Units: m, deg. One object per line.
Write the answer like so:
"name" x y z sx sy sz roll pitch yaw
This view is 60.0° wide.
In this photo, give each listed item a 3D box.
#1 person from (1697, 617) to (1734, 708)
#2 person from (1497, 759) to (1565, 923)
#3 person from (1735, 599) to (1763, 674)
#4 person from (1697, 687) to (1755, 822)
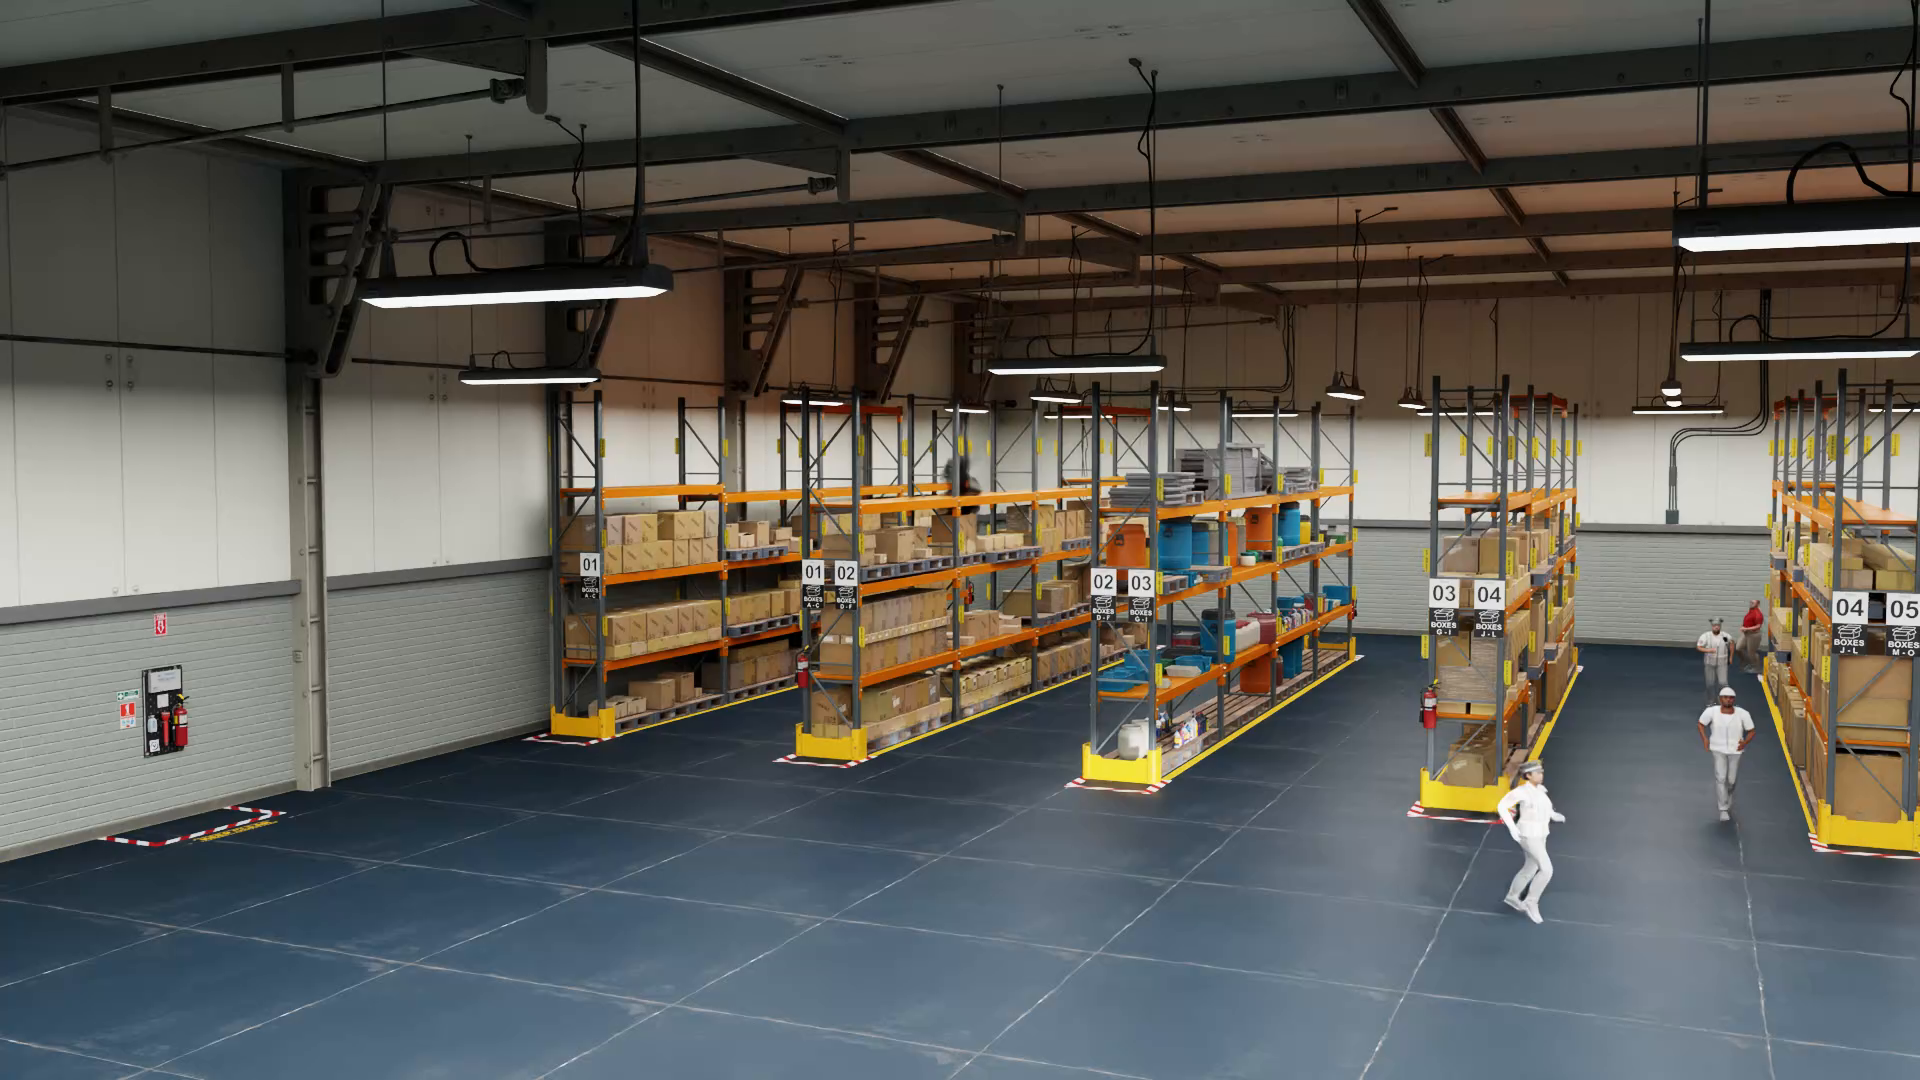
"person" 14.343 2.390 31.566 0.668 1.839 0.754 1 3 21
"person" 6.091 3.183 17.673 0.581 1.730 0.709 -3 4 -41
"person" 17.457 2.145 36.697 0.649 1.730 0.707 0 3 -7
"person" 10.420 2.878 22.614 0.706 1.771 0.886 1 3 19
